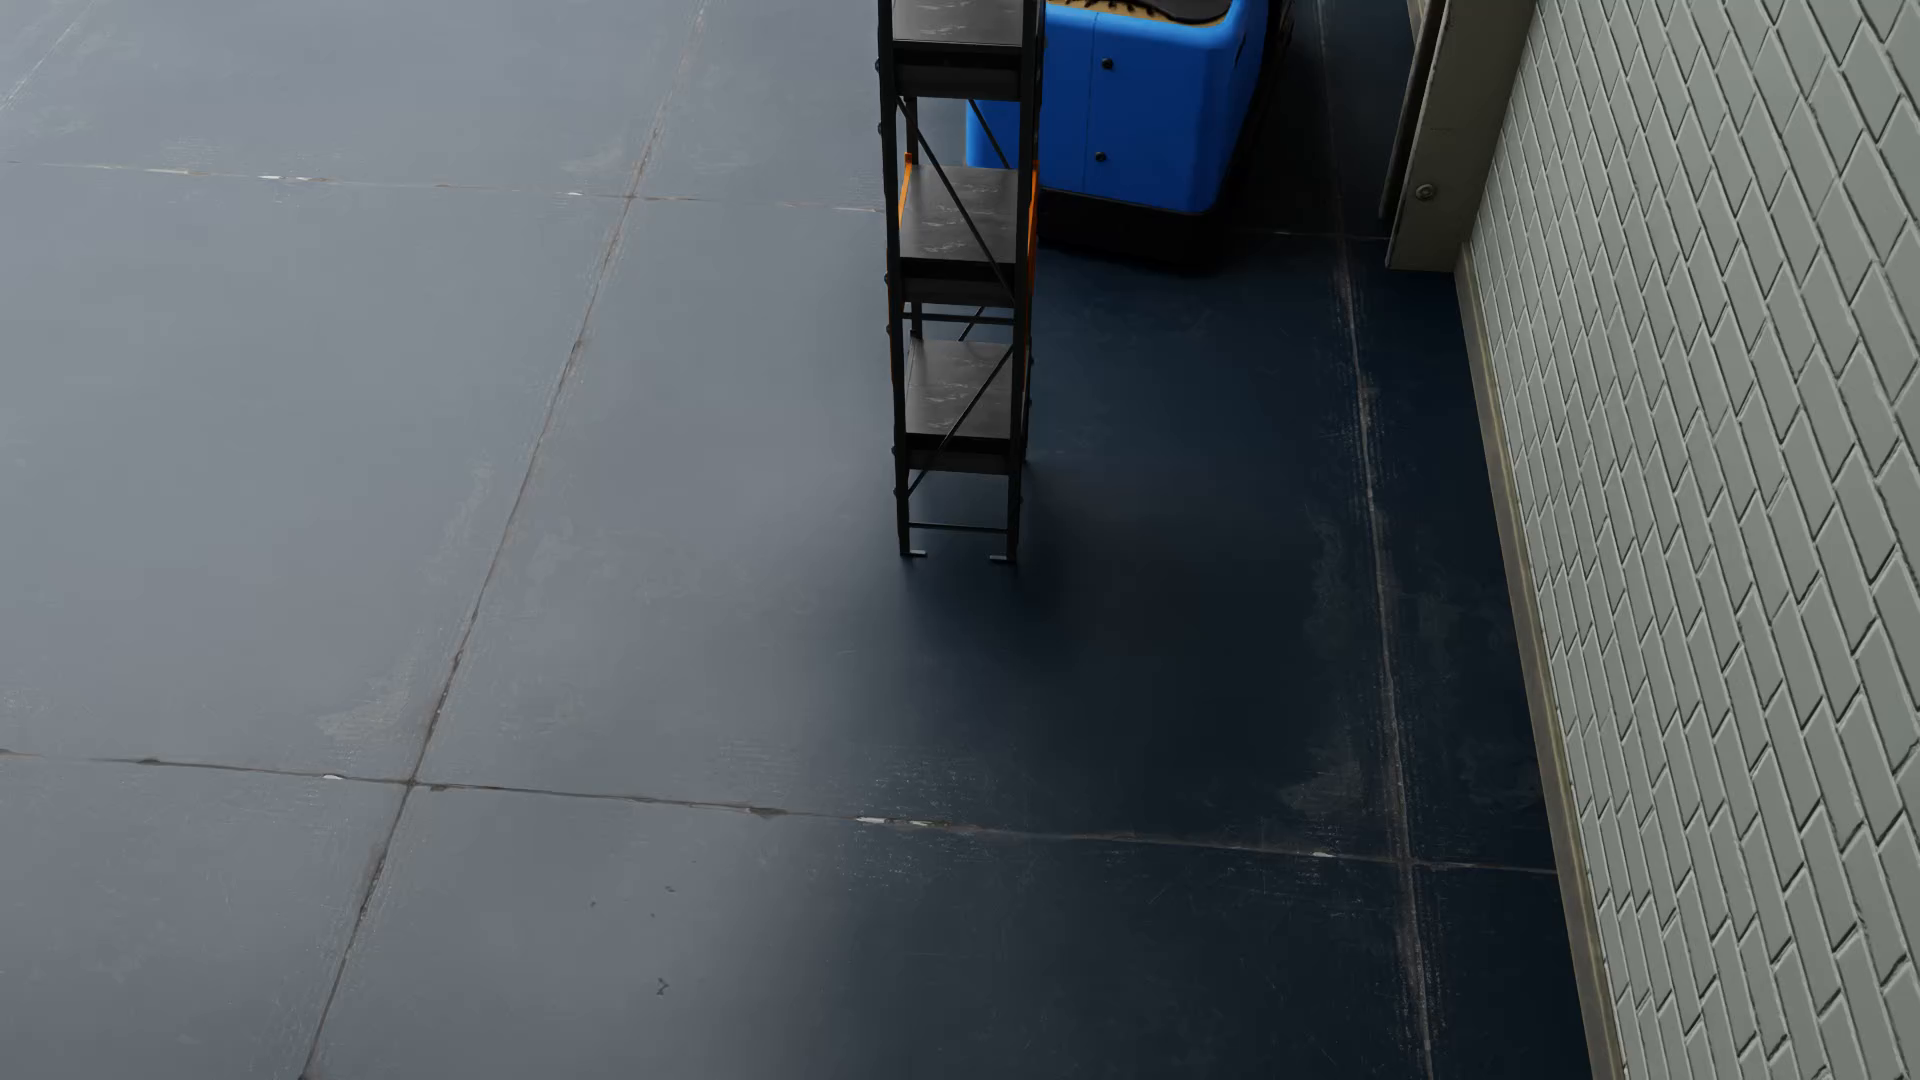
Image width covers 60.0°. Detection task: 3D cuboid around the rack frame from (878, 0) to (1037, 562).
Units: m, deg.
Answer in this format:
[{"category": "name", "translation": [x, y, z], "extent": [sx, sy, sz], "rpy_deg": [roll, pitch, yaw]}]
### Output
[{"category": "rack frame", "translation": [-0.007, -0.651, 4.922], "extent": [0.400, 2.100, 0.015], "rpy_deg": [4, 48, 4]}]

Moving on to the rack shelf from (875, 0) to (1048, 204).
[{"category": "rack shelf", "translation": [0.015, -1.294, 4.580], "extent": [0.431, 0.518, 0.480], "rpy_deg": [4, 48, 4]}]

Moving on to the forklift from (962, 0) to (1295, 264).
[{"category": "forklift", "translation": [0.934, -3.207, 6.697], "extent": [1.130, 2.935, 3.031], "rpy_deg": [13, 49, 12]}]

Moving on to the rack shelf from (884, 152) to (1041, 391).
[{"category": "rack shelf", "translation": [0.015, -0.821, 5.097], "extent": [0.431, 0.518, 0.480], "rpy_deg": [4, 48, 4]}]

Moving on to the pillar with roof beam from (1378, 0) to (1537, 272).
[{"category": "pillar with roof beam", "translation": [-2.383, -4.566, 3.828], "extent": [9.100, 9.000, 0.400], "rpy_deg": [4, 48, 4]}]

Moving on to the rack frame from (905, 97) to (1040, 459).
[{"category": "rack frame", "translation": [0.037, -1.010, 5.250], "extent": [0.400, 2.100, 0.015], "rpy_deg": [4, 48, 4]}]

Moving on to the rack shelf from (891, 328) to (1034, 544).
[{"category": "rack shelf", "translation": [0.015, -0.349, 5.613], "extent": [0.431, 0.518, 0.480], "rpy_deg": [4, 48, 4]}]

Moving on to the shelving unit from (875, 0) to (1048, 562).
[{"category": "shelving unit", "translation": [0.015, -0.830, 5.086], "extent": [0.431, 2.100, 0.503], "rpy_deg": [4, 48, 4]}]
